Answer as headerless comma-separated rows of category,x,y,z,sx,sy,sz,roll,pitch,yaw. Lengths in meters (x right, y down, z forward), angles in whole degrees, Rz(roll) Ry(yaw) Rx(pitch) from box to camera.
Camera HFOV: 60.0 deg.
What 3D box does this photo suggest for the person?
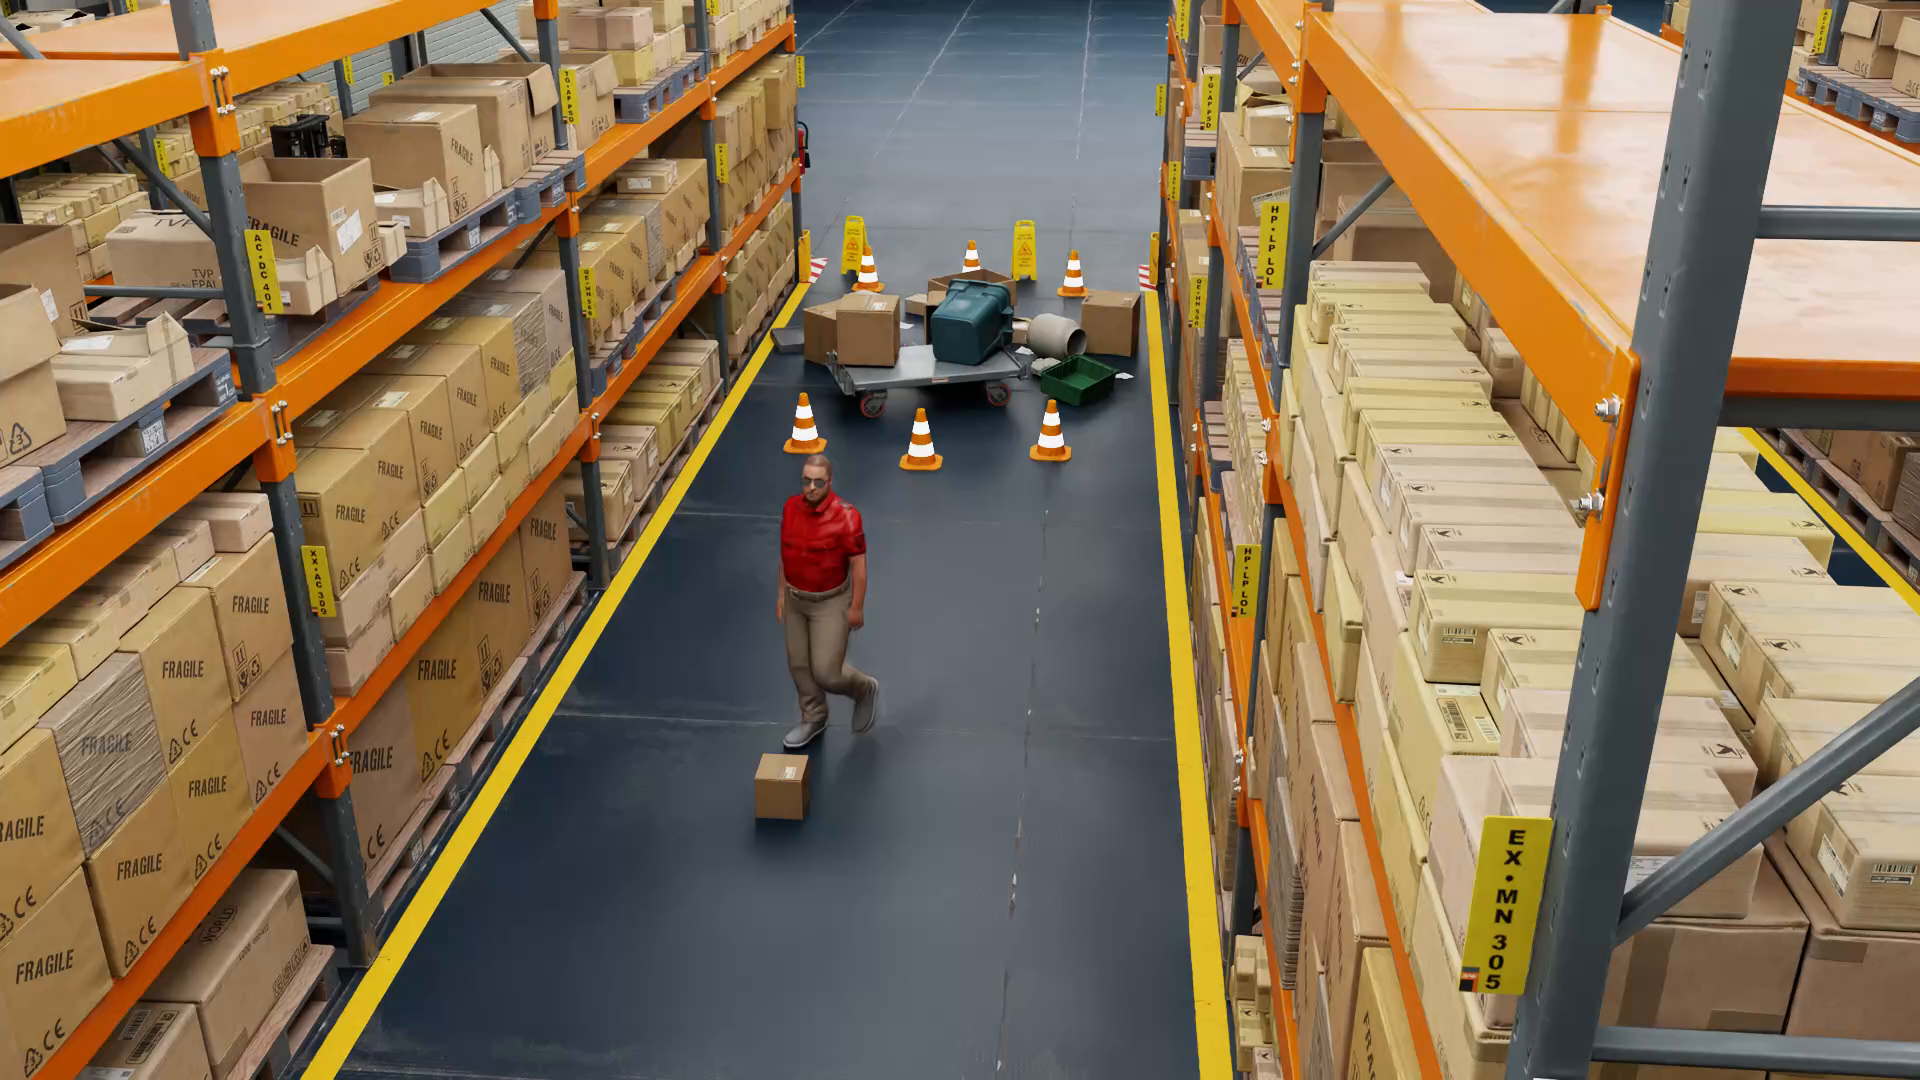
person,-0.765,0.335,9.252,0.550,1.714,0.553,17,30,33
